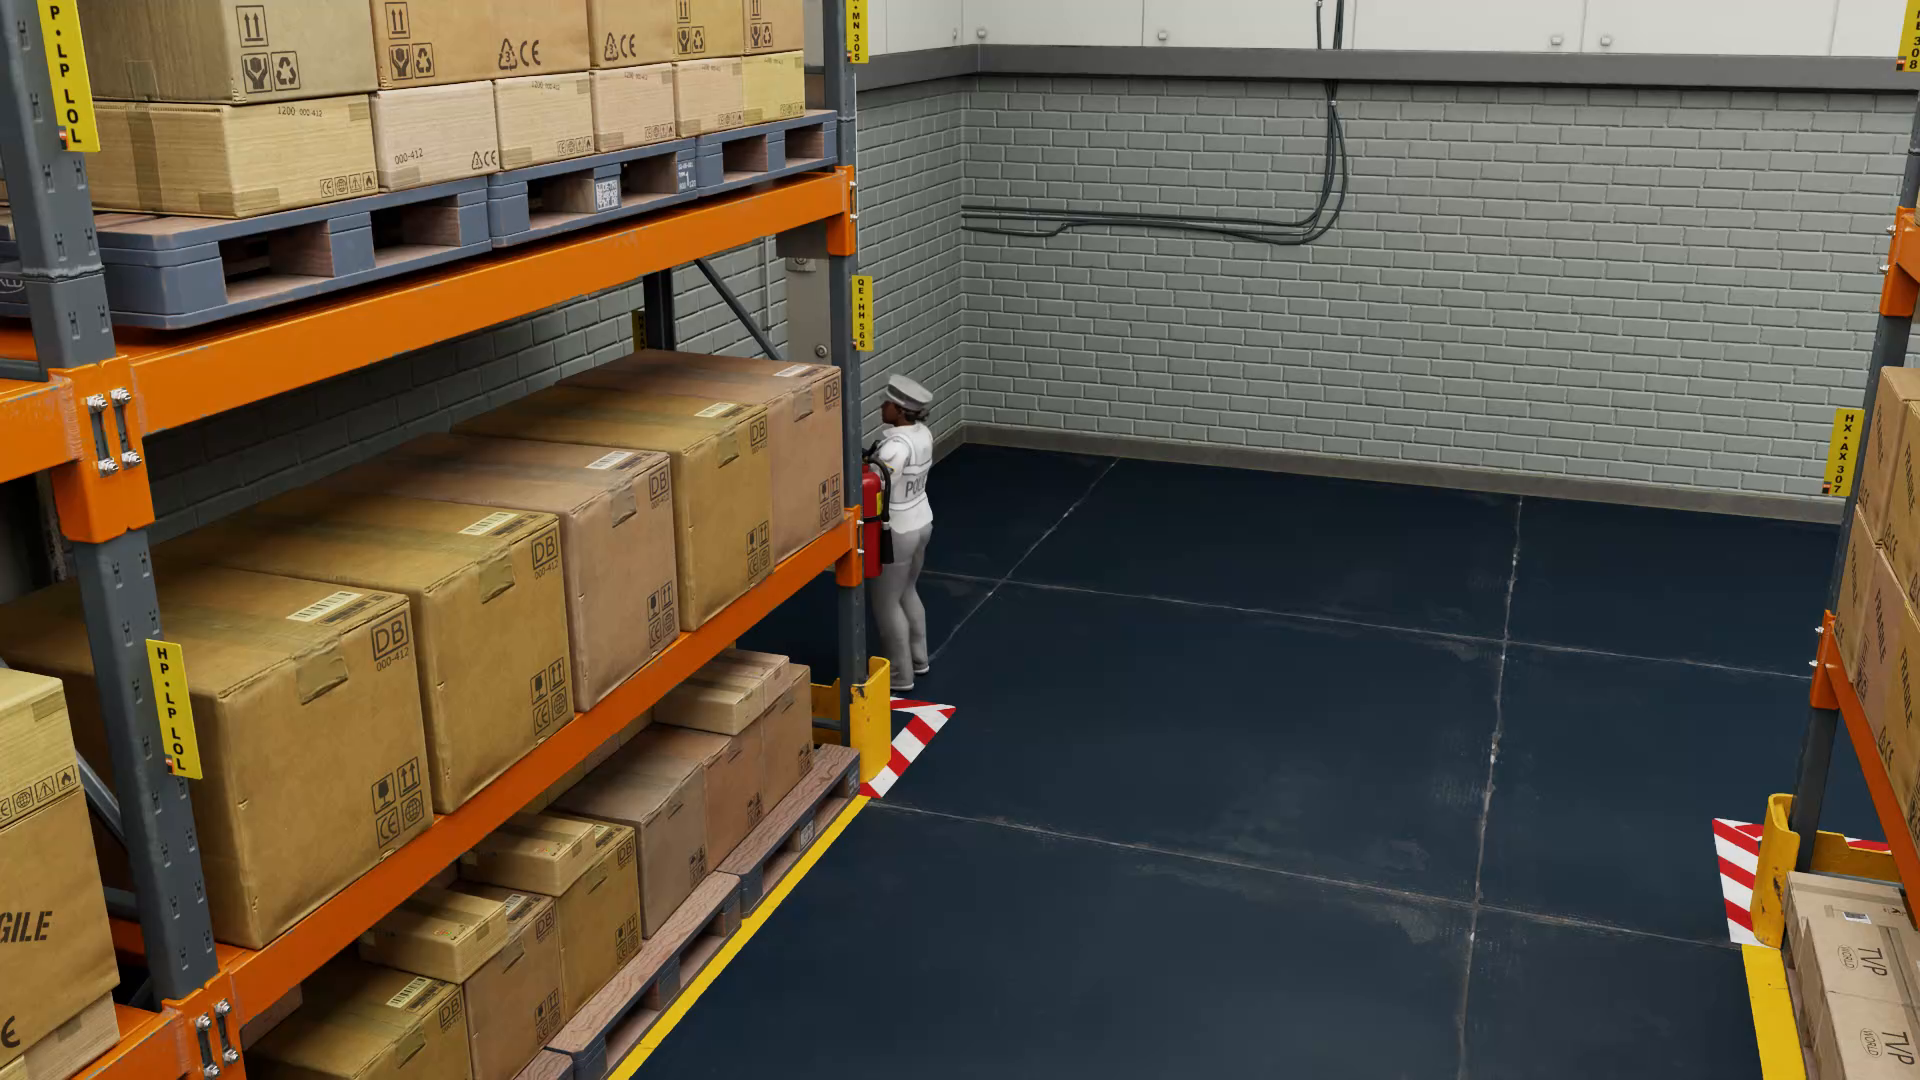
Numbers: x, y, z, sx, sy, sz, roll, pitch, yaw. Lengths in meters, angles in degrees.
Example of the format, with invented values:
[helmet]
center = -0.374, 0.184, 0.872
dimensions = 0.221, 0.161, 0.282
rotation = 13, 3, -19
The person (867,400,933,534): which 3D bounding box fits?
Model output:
[person]
center = -0.397, -0.440, 8.551
dimensions = 0.517, 0.791, 0.450
rotation = 7, 20, 19
